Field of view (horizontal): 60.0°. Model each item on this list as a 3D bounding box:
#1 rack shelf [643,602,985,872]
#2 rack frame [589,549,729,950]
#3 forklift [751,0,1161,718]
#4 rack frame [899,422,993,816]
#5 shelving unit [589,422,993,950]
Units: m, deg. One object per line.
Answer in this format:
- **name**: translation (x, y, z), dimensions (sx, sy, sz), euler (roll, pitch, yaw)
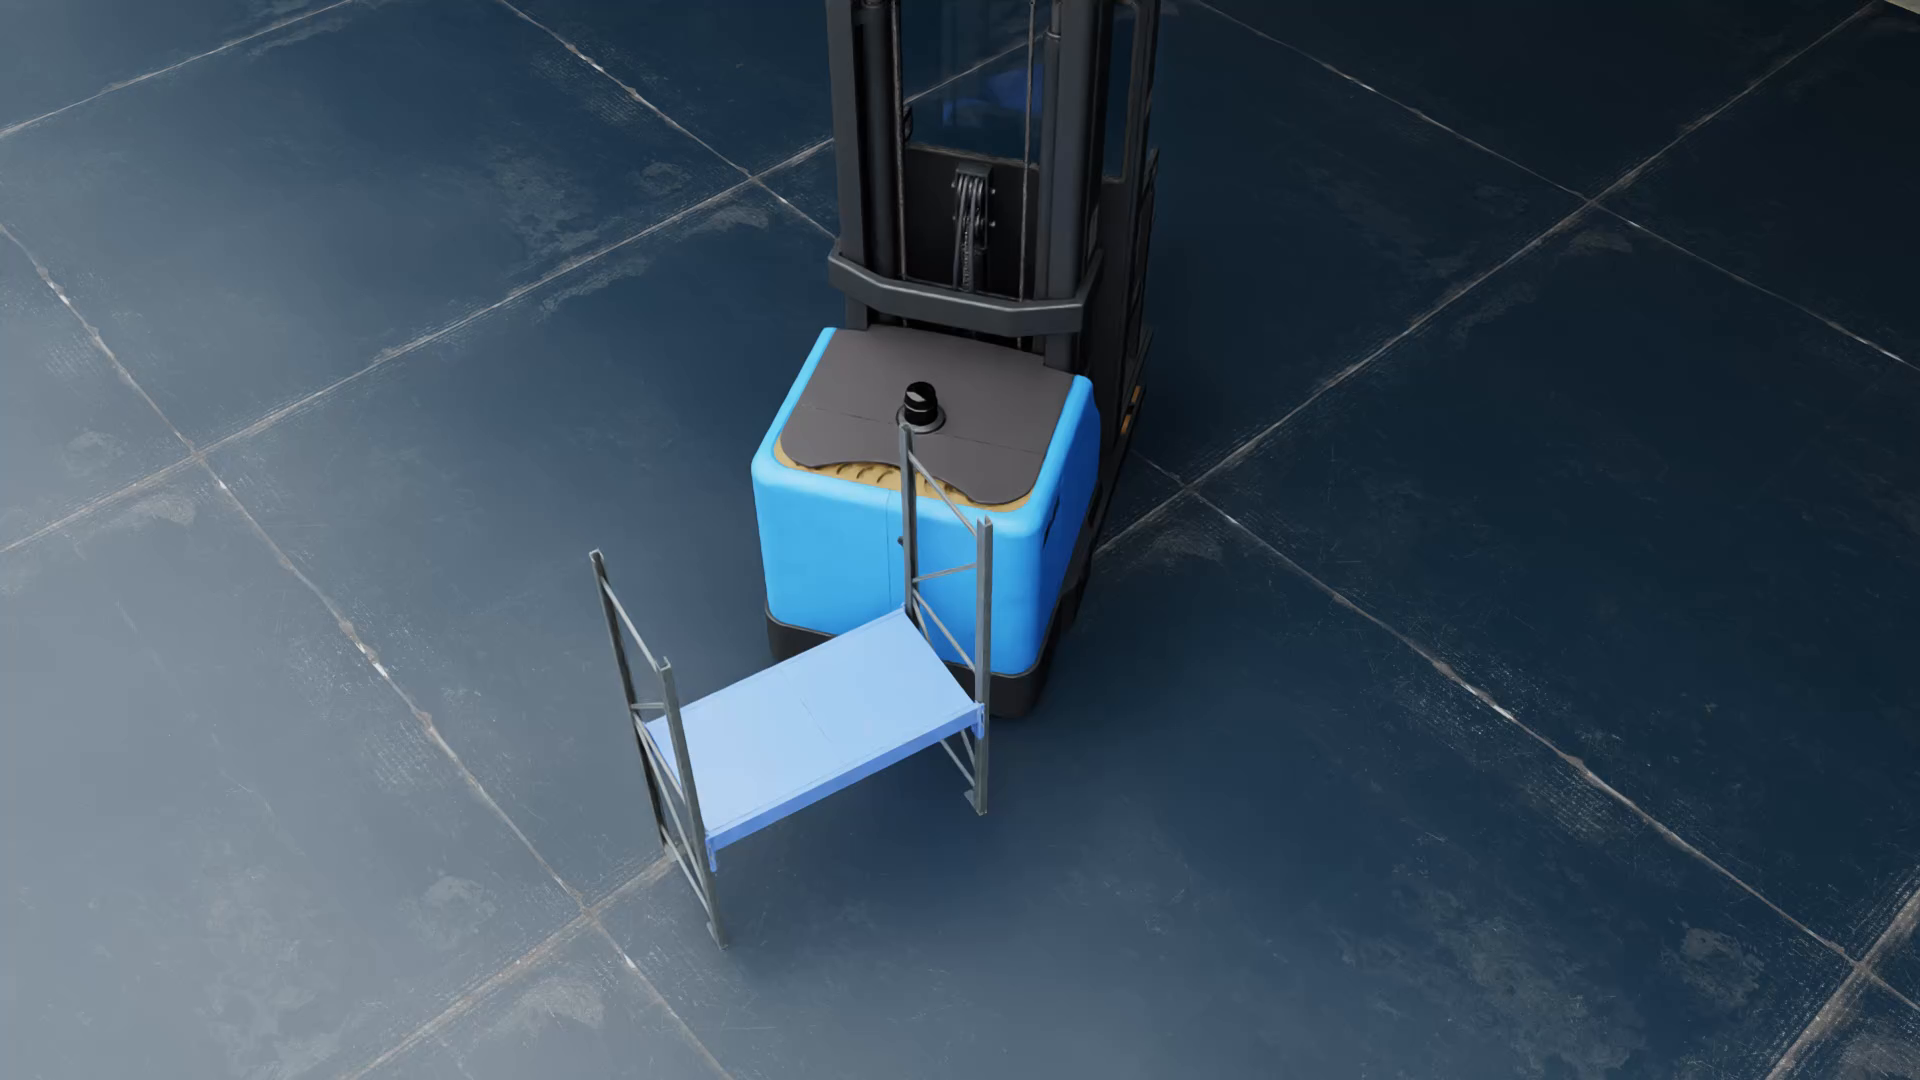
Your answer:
- **rack shelf**: translation (-0.480, 0.625, 5.451), dimensions (1.000, 0.185, 0.538), euler (-24, 52, -21)
- **rack frame**: translation (-0.915, 0.696, 5.140), dimensions (0.032, 1.500, 0.500), euler (-24, 52, -21)
- **forklift**: translation (0.183, -1.450, 6.147), dimensions (1.130, 2.935, 3.031), euler (12, 48, 11)
- **rack frame**: translation (-0.045, 0.309, 5.497), dimensions (0.032, 1.500, 0.500), euler (-24, 52, -21)
- **shelving unit**: translation (-0.480, 0.503, 5.319), dimensions (1.048, 1.500, 0.538), euler (-24, 52, -21)
